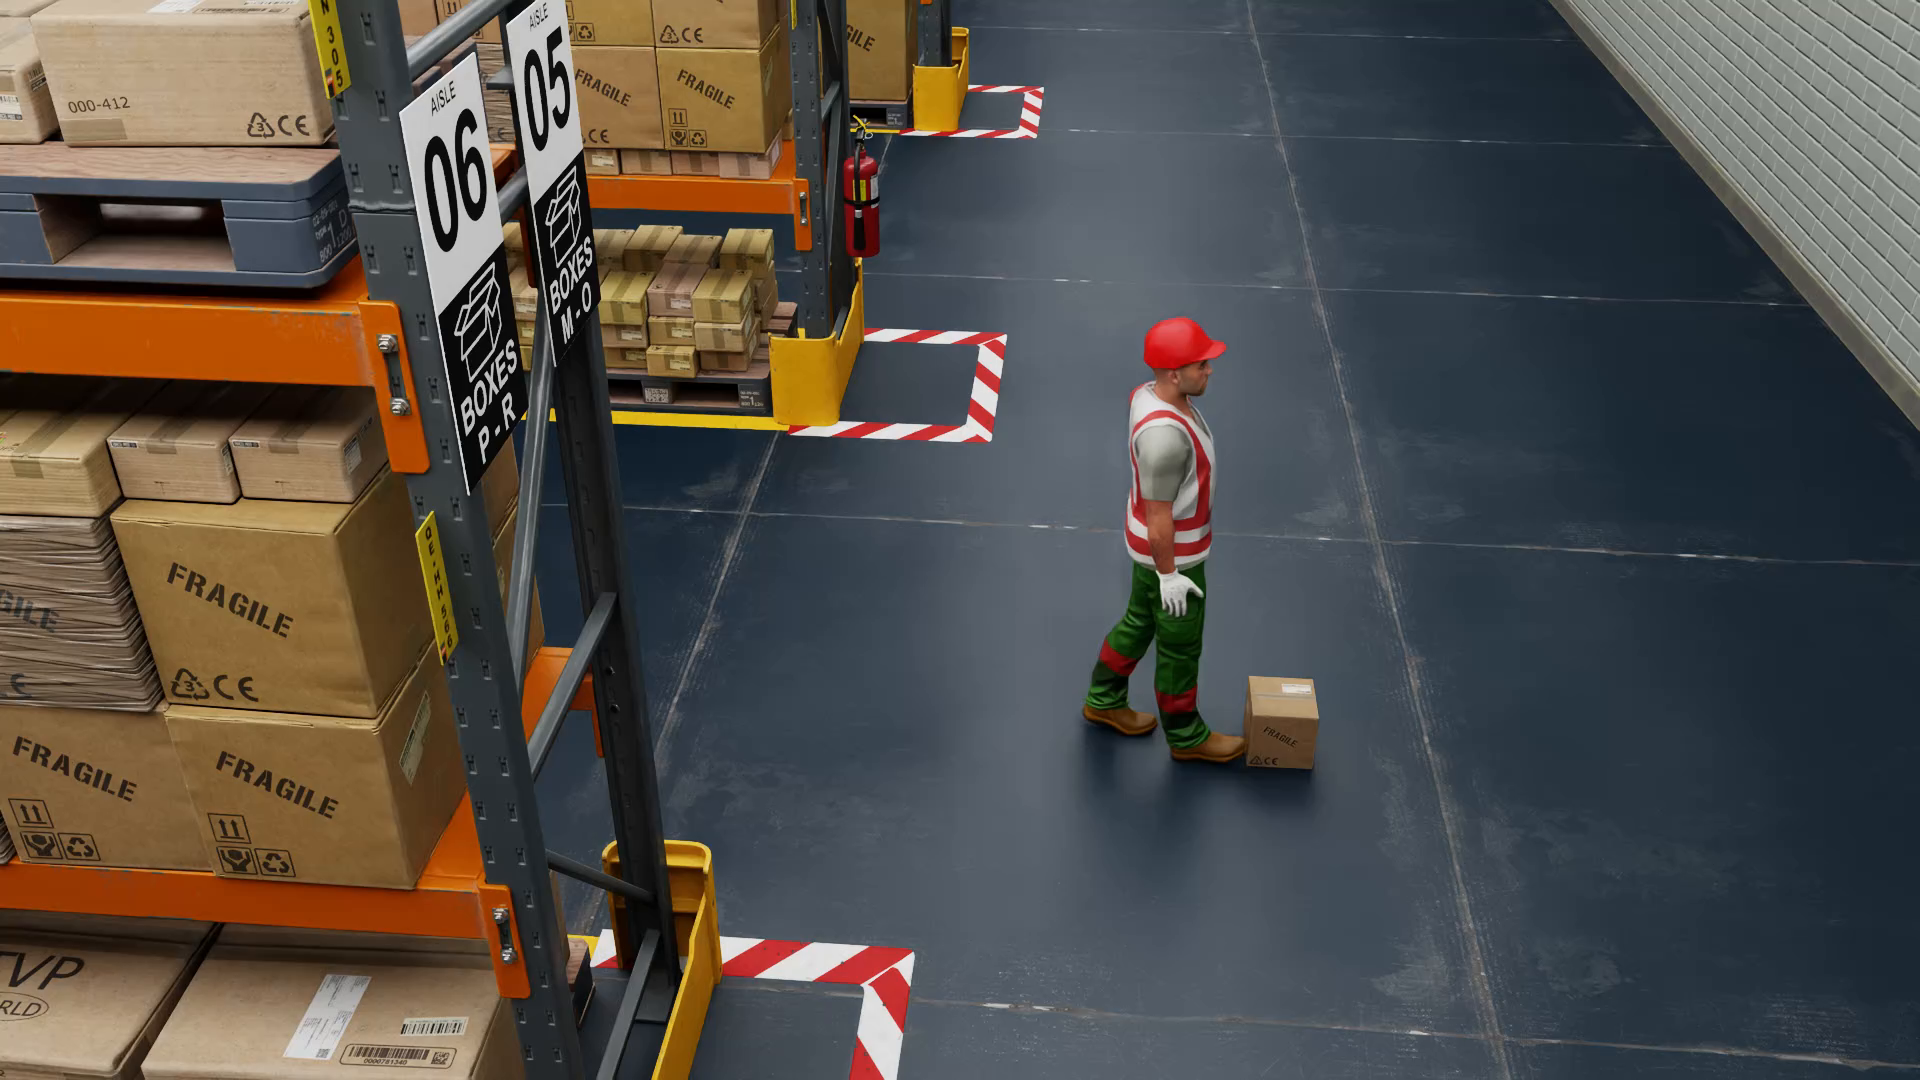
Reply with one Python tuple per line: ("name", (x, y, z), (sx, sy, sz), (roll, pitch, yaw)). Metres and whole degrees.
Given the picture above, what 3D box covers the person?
("person", (0.776, 0.032, 6.078), (0.377, 1.772, 0.531), (3, 32, 5))
